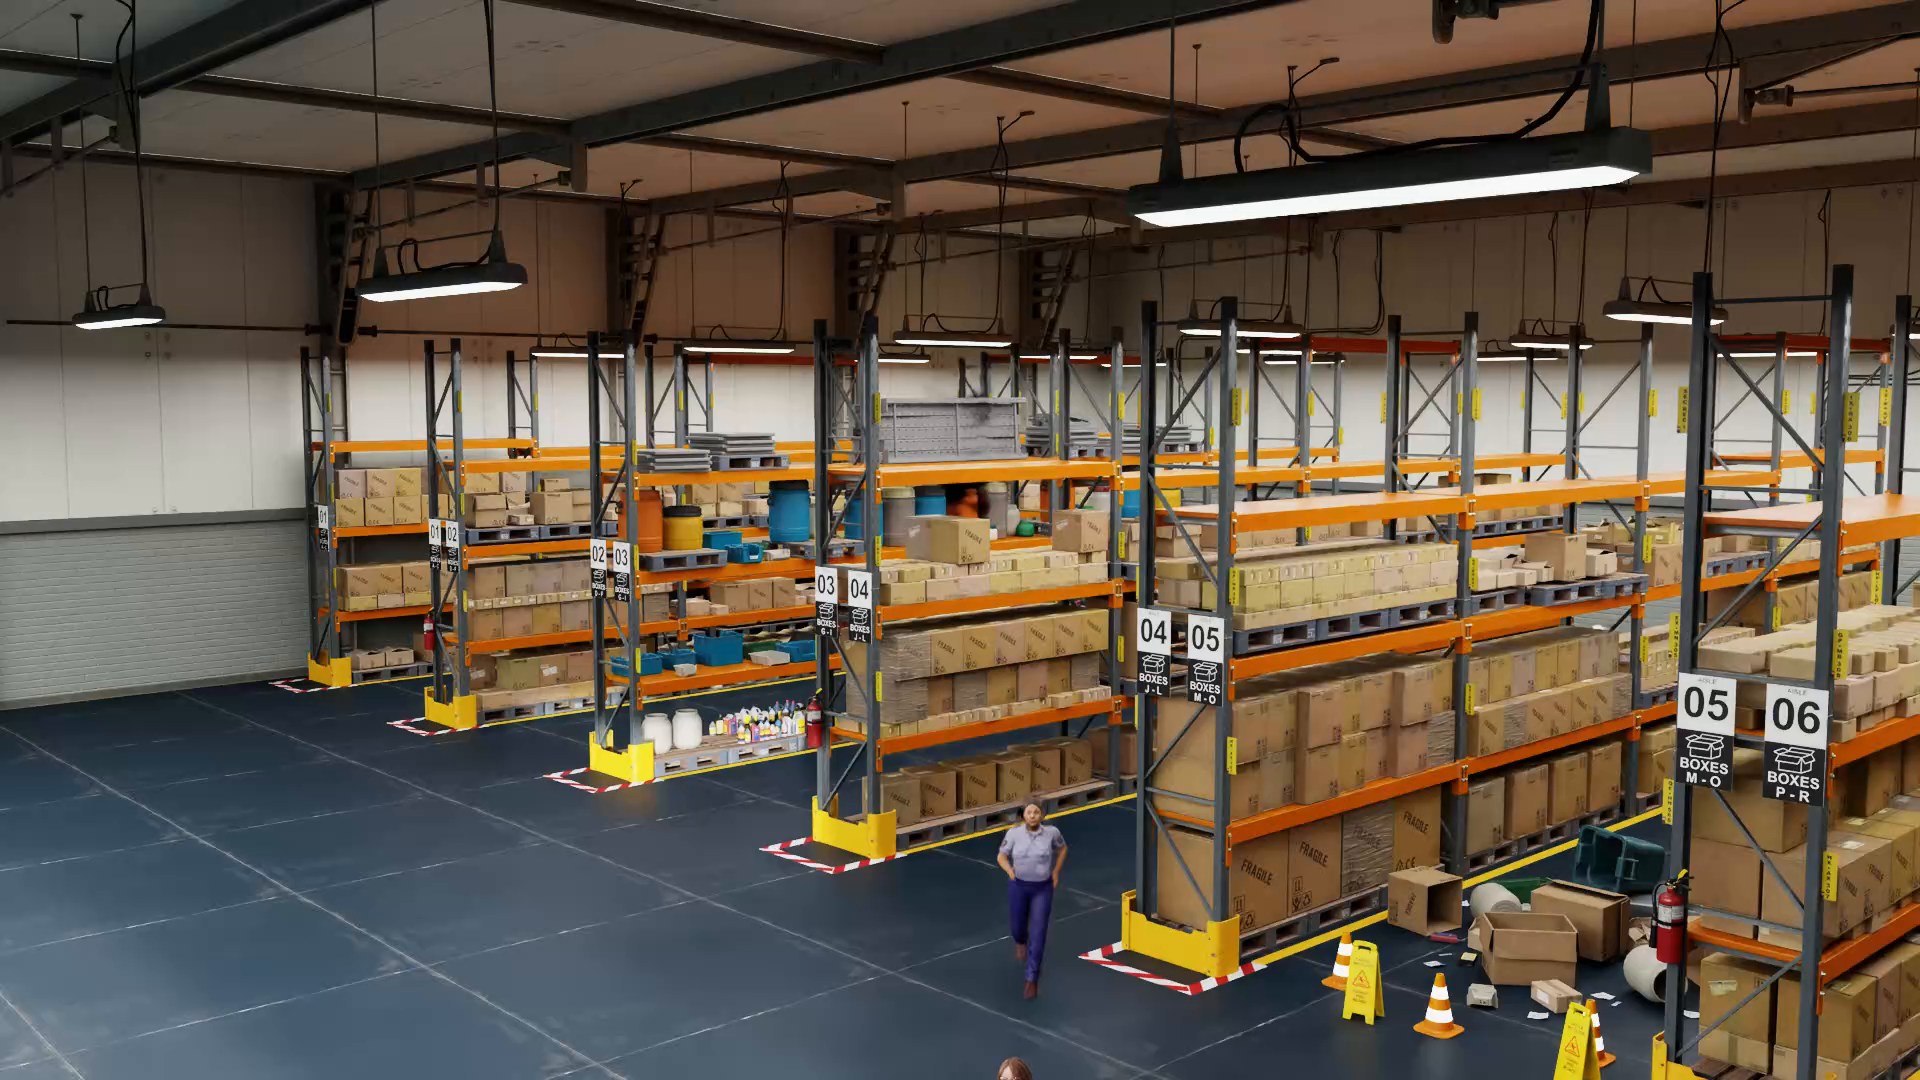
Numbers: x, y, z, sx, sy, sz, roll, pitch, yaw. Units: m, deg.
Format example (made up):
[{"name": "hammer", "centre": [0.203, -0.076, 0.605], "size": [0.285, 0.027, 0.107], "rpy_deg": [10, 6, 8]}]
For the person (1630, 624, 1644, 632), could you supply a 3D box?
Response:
[{"name": "person", "centre": [10.282, 2.091, 25.175], "size": [0.743, 1.761, 0.713], "rpy_deg": [-4, 7, -40]}]

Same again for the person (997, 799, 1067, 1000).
[{"name": "person", "centre": [0.631, 3.088, 14.566], "size": [0.613, 1.650, 0.889], "rpy_deg": [0, 5, 4]}]

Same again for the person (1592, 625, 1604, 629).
[{"name": "person", "centre": [9.339, 2.133, 24.434], "size": [0.936, 1.778, 0.673], "rpy_deg": [-4, 7, -40]}]

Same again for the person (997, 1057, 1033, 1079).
[{"name": "person", "centre": [0.321, 3.591, 9.118], "size": [0.534, 1.587, 0.669], "rpy_deg": [1, 5, 9]}]
